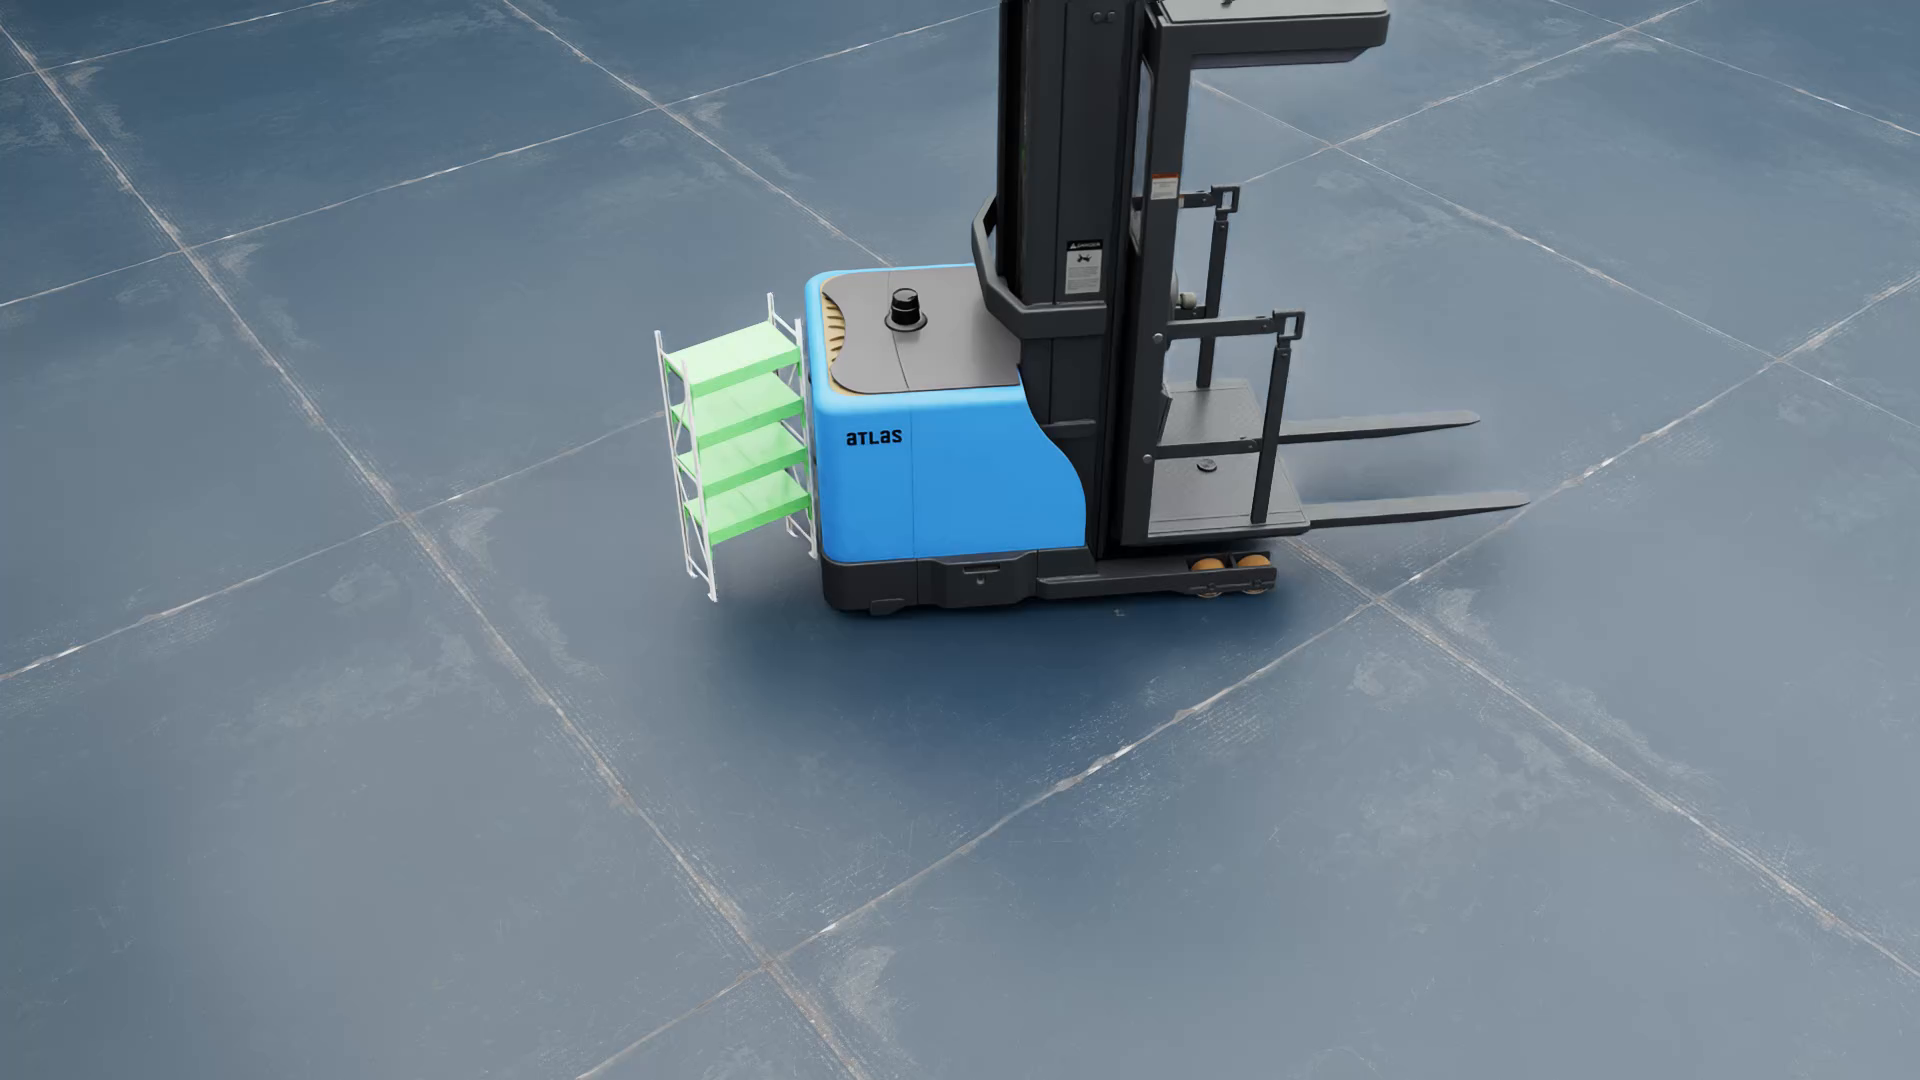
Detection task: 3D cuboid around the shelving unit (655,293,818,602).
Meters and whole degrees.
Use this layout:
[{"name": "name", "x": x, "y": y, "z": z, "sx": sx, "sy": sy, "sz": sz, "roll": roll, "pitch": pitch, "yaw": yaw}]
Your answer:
[{"name": "shelving unit", "x": -0.887, "y": -0.356, "z": 6.738, "sx": 0.503, "sy": 1.200, "sz": 0.258, "roll": -23, "pitch": 45, "yaw": -26}]

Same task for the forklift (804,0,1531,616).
[{"name": "forklift", "x": 0.895, "y": -1.223, "z": 6.430, "sx": 3.031, "sy": 2.935, "sz": 1.130, "roll": -4, "pitch": 40, "yaw": -5}]

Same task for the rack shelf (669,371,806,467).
[{"name": "rack shelf", "x": -0.887, "y": -0.492, "z": 6.626, "sx": 0.480, "sy": 0.148, "sz": 0.258, "roll": -23, "pitch": 45, "yaw": -26}]

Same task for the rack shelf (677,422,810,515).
[{"name": "rack shelf", "x": -0.887, "y": -0.307, "z": 6.778, "sx": 0.480, "sy": 0.148, "sz": 0.258, "roll": -23, "pitch": 45, "yaw": -26}]

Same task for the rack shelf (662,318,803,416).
[{"name": "rack shelf", "x": -0.887, "y": -0.678, "z": 6.474, "sx": 0.480, "sy": 0.148, "sz": 0.258, "roll": -23, "pitch": 45, "yaw": -26}]

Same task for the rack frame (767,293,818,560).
[{"name": "rack frame", "x": -0.685, "y": -0.443, "z": 6.844, "sx": 0.015, "sy": 1.200, "sz": 0.240, "roll": -23, "pitch": 45, "yaw": -26}]

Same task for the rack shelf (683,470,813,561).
[{"name": "rack shelf", "x": -0.887, "y": -0.121, "z": 6.931, "sx": 0.480, "sy": 0.148, "sz": 0.258, "roll": -23, "pitch": 45, "yaw": -26}]

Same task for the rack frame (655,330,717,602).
[{"name": "rack frame", "x": -1.089, "y": -0.269, "z": 6.632, "sx": 0.015, "sy": 1.200, "sz": 0.240, "roll": -23, "pitch": 45, "yaw": -26}]
